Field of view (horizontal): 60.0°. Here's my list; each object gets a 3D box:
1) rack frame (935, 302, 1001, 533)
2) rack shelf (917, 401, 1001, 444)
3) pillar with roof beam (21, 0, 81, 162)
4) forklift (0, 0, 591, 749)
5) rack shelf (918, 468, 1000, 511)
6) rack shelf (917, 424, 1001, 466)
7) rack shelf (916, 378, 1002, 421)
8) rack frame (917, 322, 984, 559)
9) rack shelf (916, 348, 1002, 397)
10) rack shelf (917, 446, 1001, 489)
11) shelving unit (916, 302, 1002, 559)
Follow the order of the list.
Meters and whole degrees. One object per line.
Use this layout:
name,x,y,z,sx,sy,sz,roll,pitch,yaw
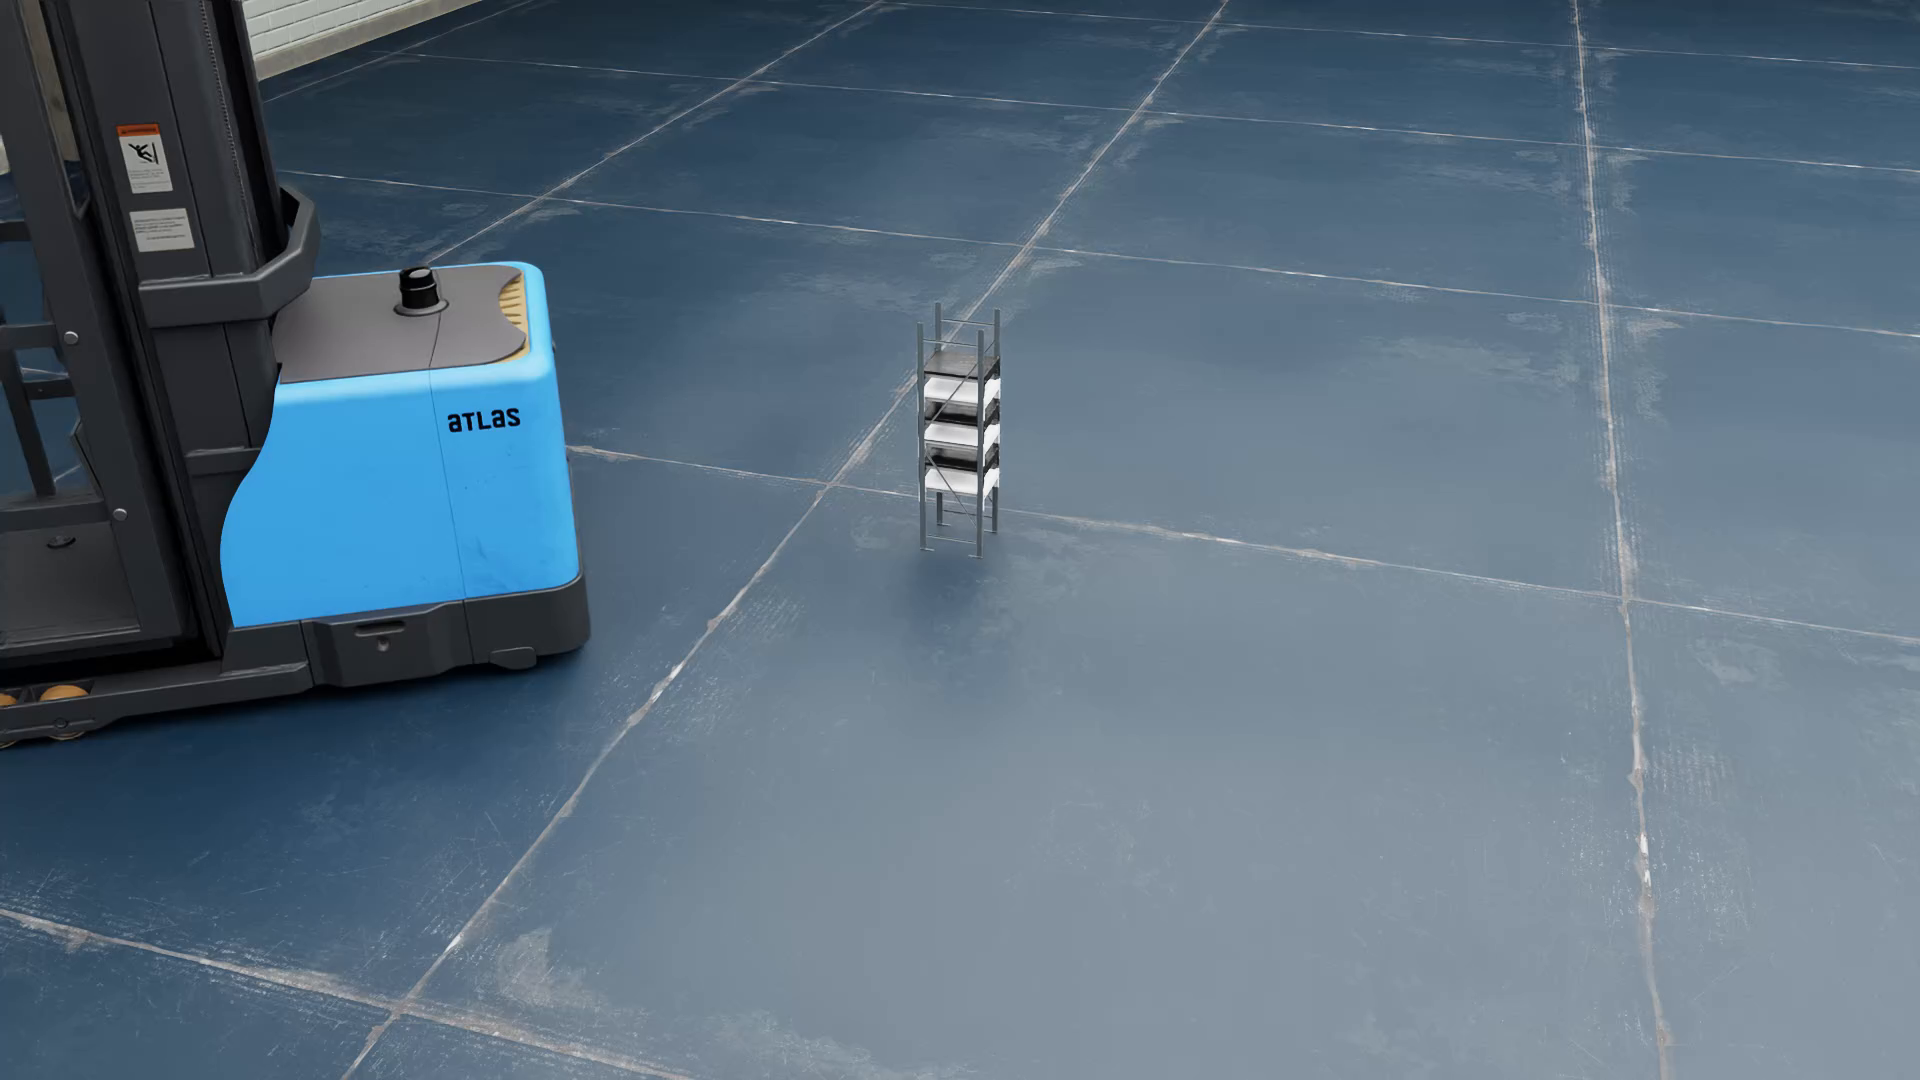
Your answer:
rack frame,0.027,-0.437,6.109,0.240,0.900,0.006,8,30,15
rack shelf,-0.002,-0.439,5.997,0.258,0.077,0.200,8,30,15
pillar with roof beam,-1.558,-5.836,7.485,9.100,9.000,0.400,8,30,15
forklift,-2.803,-0.924,4.897,3.031,2.935,1.130,-7,30,-13
rack shelf,-0.002,-0.203,6.128,0.258,0.077,0.200,8,30,15
rack shelf,-0.002,-0.360,6.041,0.258,0.077,0.200,8,30,15
rack shelf,-0.002,-0.518,5.953,0.258,0.077,0.200,8,30,15
rack frame,-0.032,-0.342,5.940,0.240,0.900,0.006,8,30,15
rack shelf,-0.002,-0.596,5.909,0.258,0.077,0.200,8,30,15
rack shelf,-0.002,-0.282,6.084,0.258,0.077,0.200,8,30,15
shelving unit,-0.002,-0.389,6.024,0.258,0.900,0.210,8,30,15
